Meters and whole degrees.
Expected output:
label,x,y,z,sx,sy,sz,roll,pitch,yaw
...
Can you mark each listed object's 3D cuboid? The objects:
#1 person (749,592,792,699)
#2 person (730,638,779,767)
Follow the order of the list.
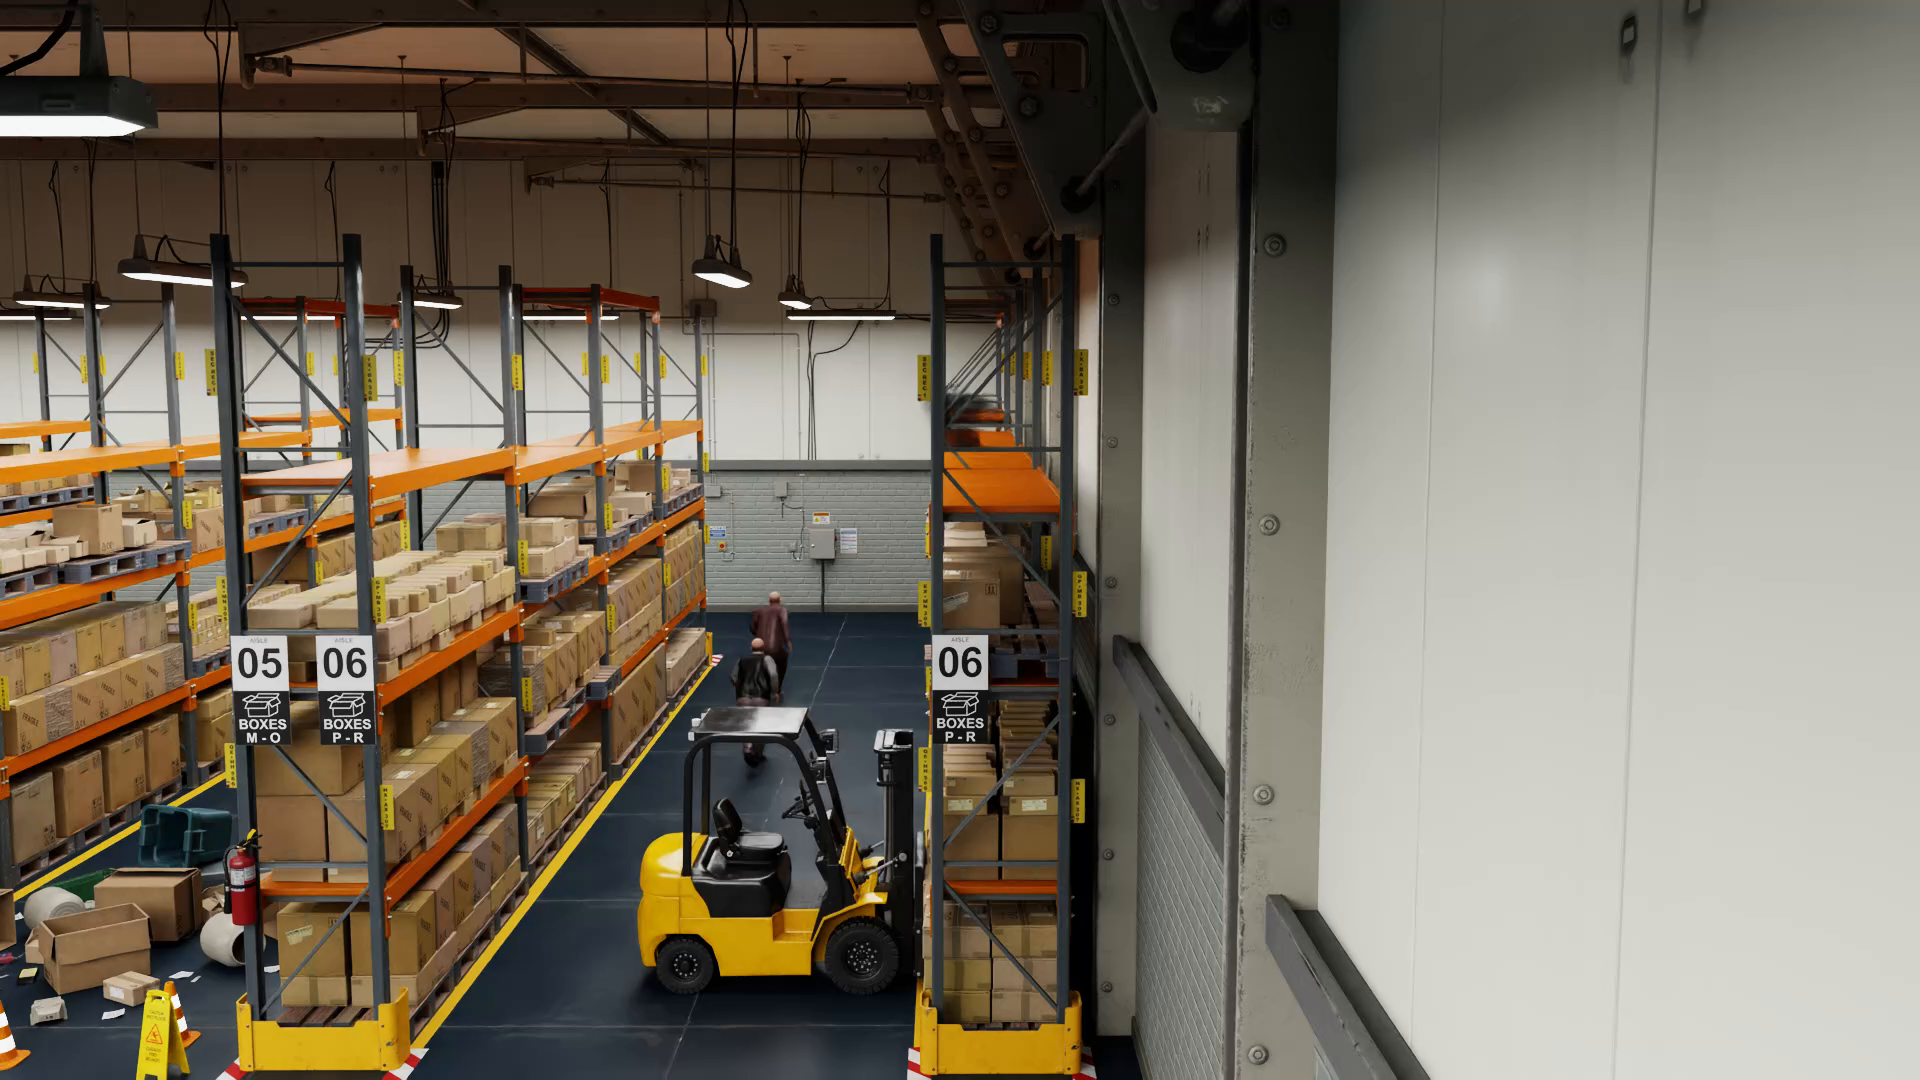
label,x,y,z,sx,sy,sz,roll,pitch,yaw
person,-2.861,1.625,24.622,0.727,1.616,1.158,2,7,17
person,-2.626,2.082,20.946,0.652,1.573,1.061,1,6,5
